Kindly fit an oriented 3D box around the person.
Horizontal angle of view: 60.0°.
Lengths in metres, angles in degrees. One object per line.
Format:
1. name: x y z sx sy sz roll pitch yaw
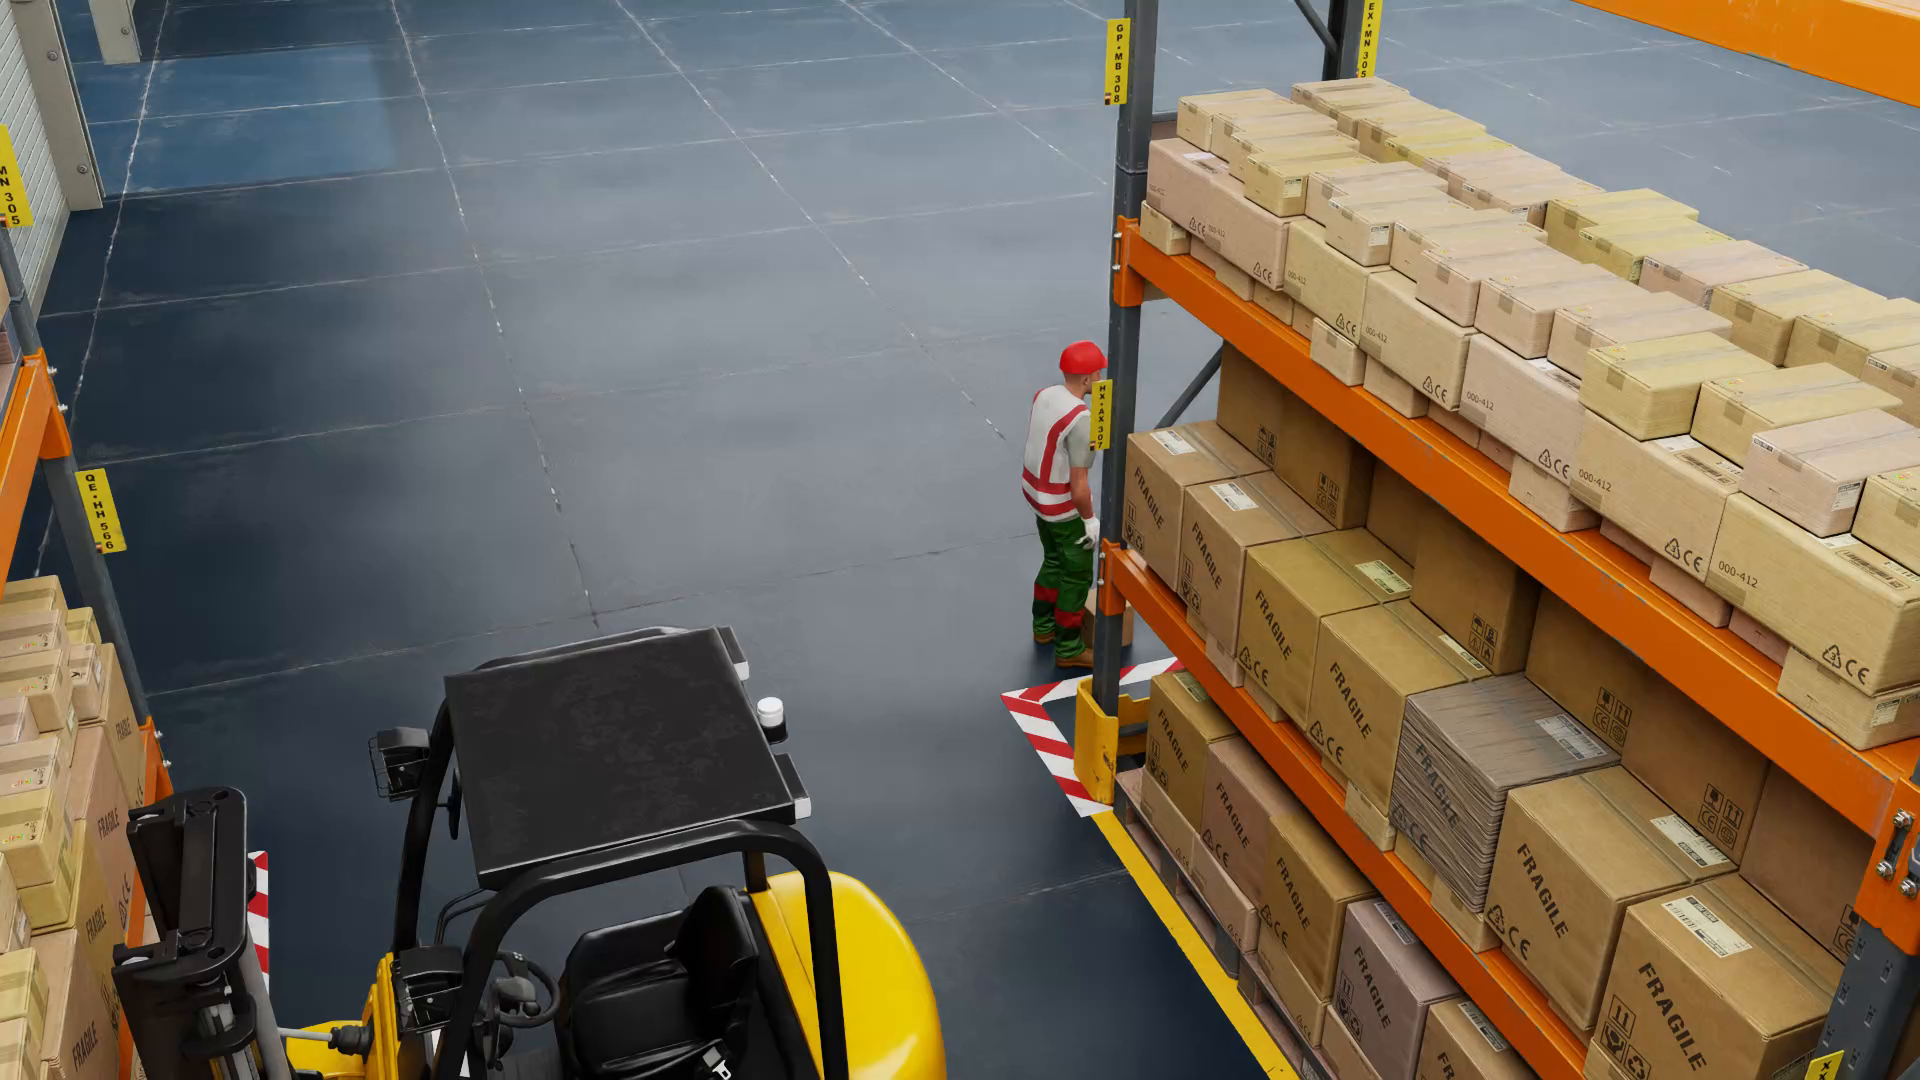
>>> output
1. person: 0.565 -0.189 8.666 0.450 1.778 0.604 -11 31 -19
